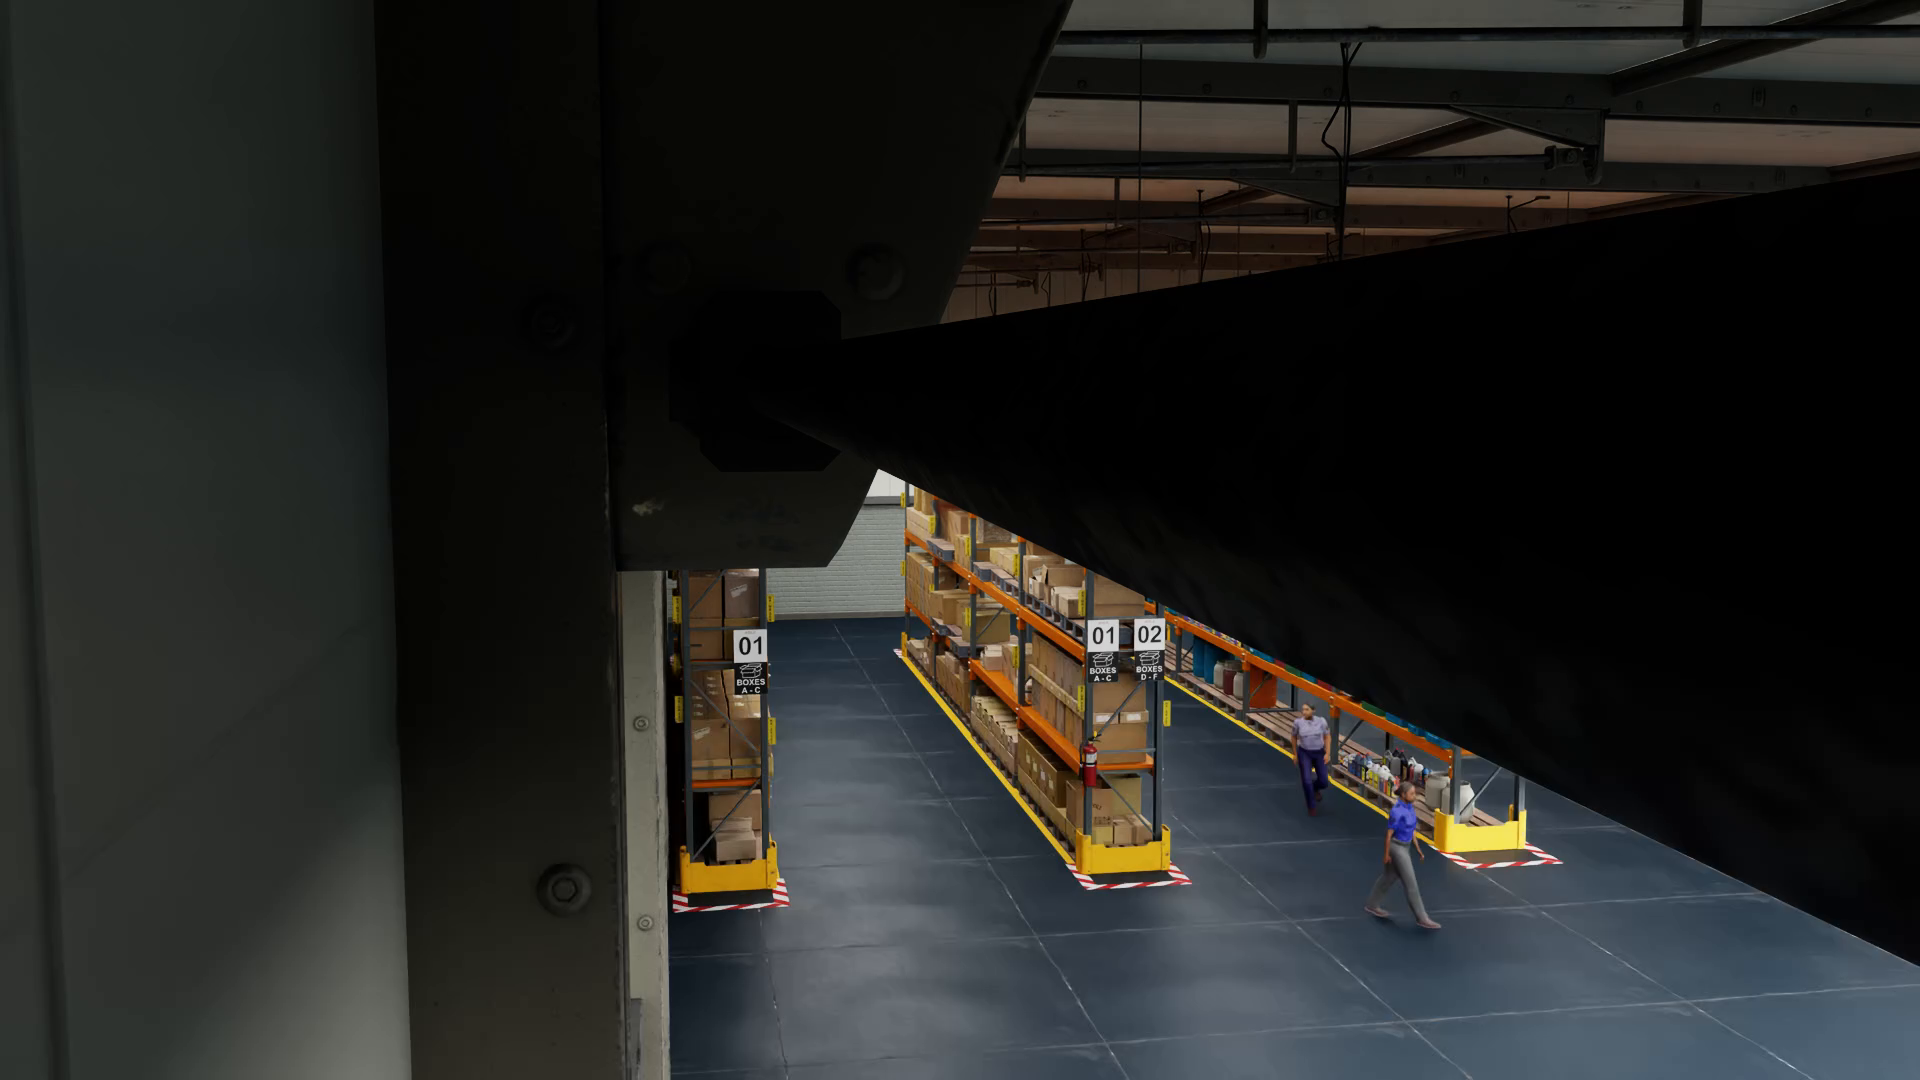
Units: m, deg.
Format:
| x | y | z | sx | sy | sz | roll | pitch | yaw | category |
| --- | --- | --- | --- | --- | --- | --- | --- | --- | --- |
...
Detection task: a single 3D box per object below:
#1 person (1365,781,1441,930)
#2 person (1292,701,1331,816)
| x | y | z | sx | sy | sz | roll | pitch | yaw | category |
| --- | --- | --- | --- | --- | --- | --- | --- | --- | --- |
| 5.065 | 3.546 | 18.919 | 0.929 | 1.609 | 0.522 | 3 | 7 | 27 | person |
| 5.005 | 3.081 | 23.721 | 0.538 | 1.620 | 0.567 | 1 | 6 | 5 | person |
